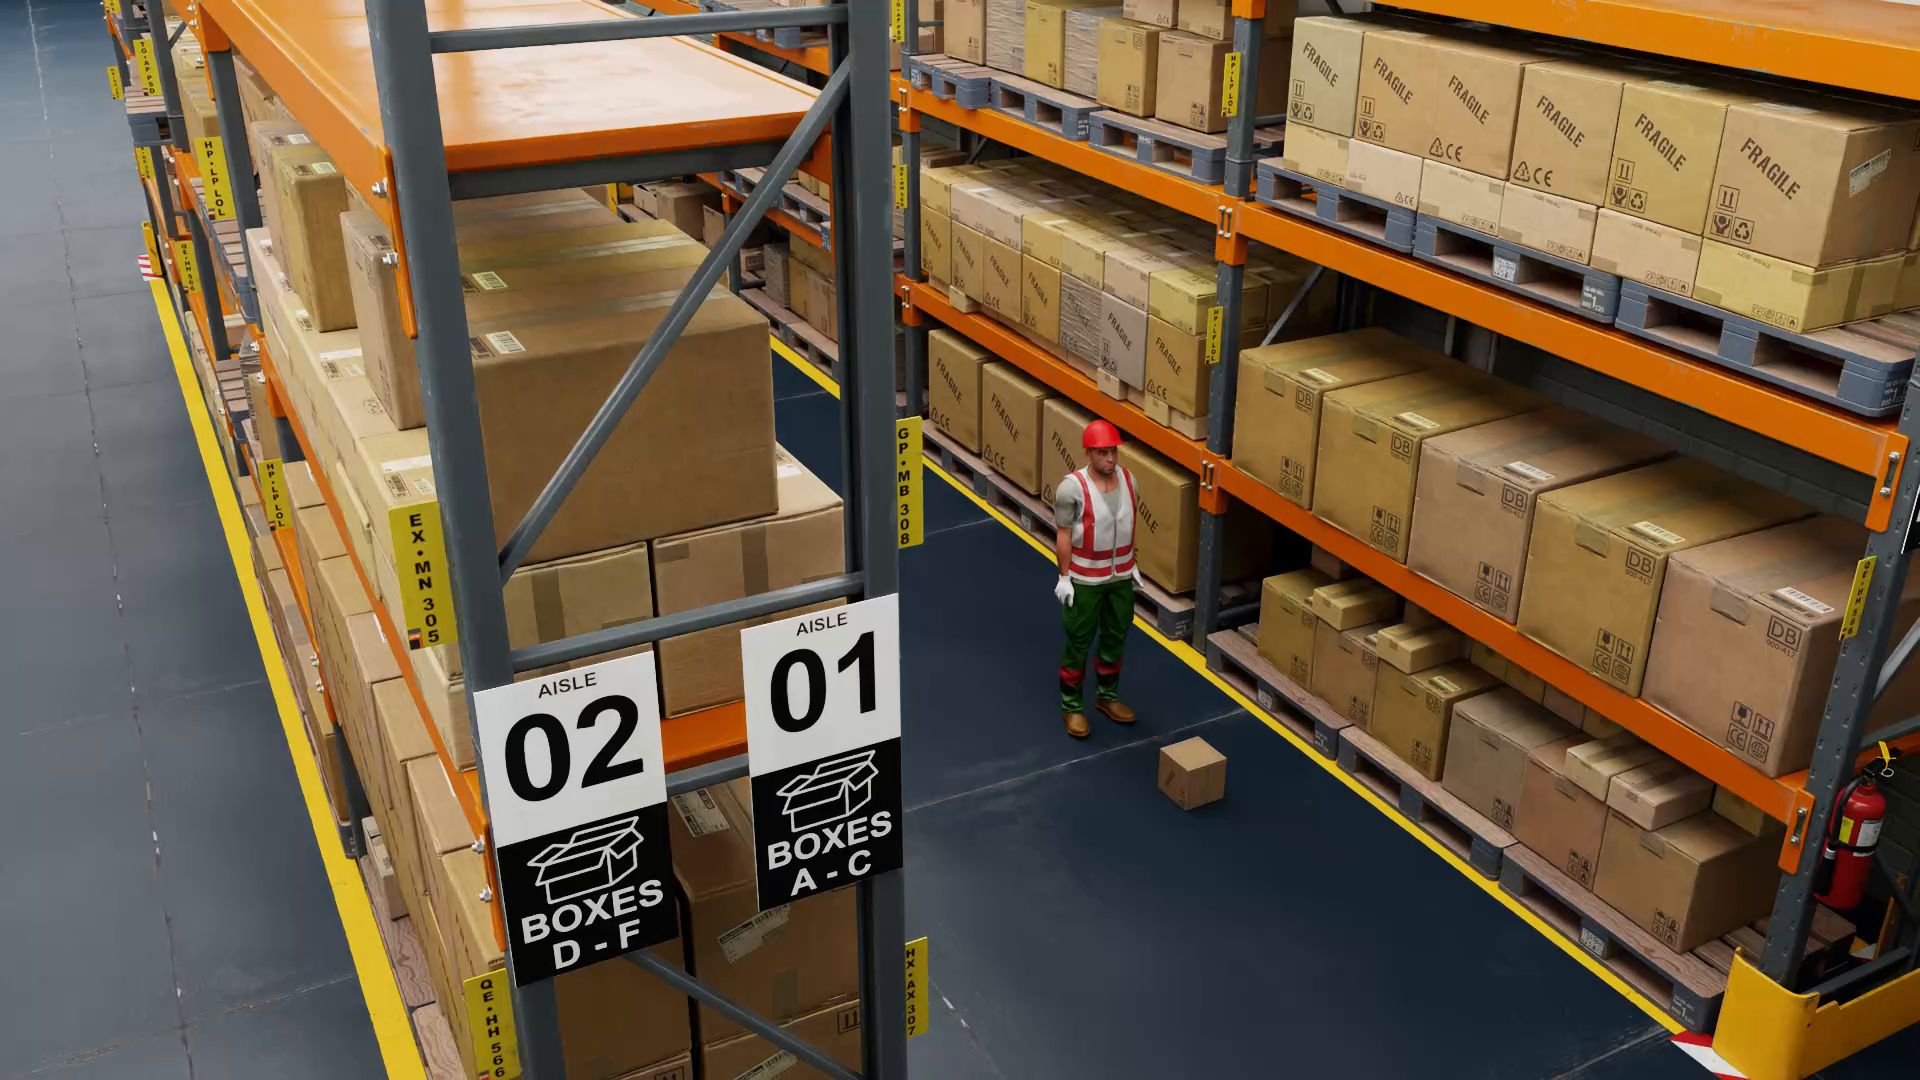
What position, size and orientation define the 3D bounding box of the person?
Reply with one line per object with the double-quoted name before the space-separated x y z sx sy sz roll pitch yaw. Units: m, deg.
"person" 0.773 0.204 9.145 0.528 1.794 0.386 -12 28 -24
